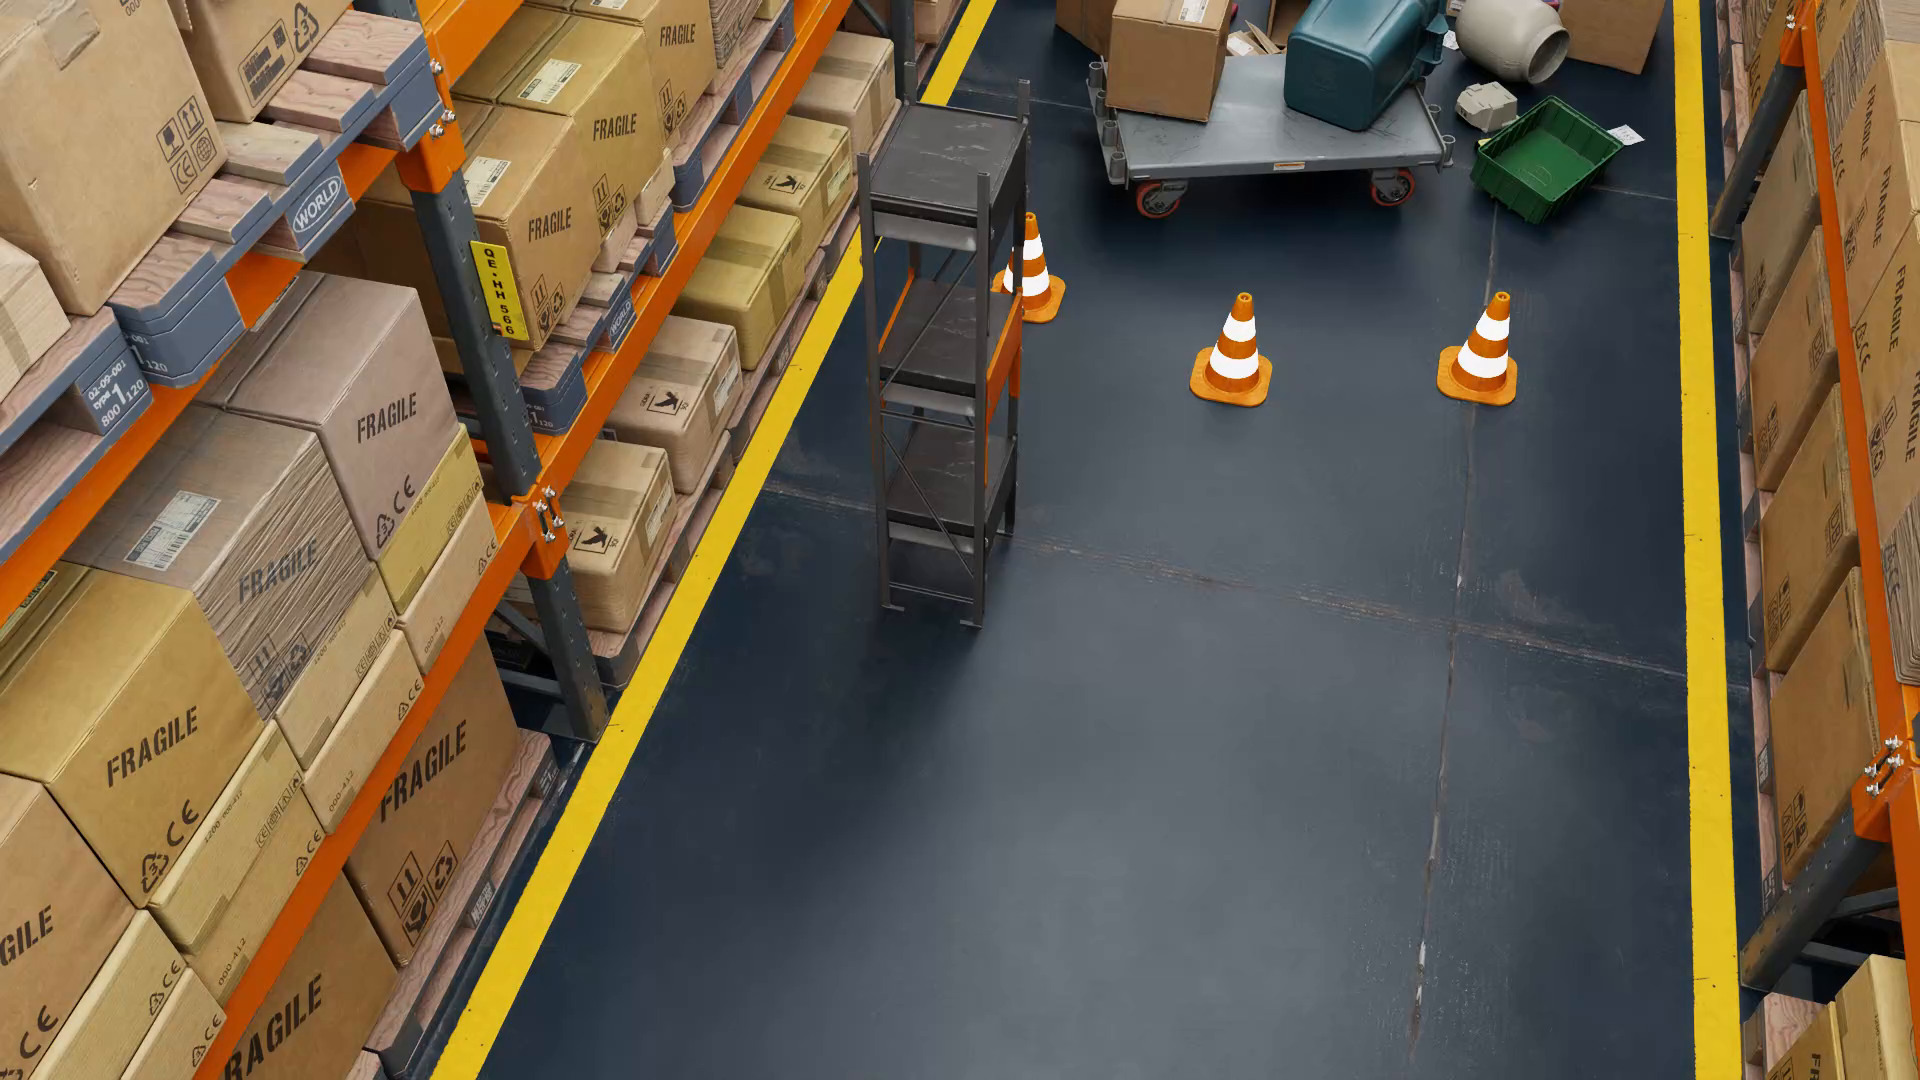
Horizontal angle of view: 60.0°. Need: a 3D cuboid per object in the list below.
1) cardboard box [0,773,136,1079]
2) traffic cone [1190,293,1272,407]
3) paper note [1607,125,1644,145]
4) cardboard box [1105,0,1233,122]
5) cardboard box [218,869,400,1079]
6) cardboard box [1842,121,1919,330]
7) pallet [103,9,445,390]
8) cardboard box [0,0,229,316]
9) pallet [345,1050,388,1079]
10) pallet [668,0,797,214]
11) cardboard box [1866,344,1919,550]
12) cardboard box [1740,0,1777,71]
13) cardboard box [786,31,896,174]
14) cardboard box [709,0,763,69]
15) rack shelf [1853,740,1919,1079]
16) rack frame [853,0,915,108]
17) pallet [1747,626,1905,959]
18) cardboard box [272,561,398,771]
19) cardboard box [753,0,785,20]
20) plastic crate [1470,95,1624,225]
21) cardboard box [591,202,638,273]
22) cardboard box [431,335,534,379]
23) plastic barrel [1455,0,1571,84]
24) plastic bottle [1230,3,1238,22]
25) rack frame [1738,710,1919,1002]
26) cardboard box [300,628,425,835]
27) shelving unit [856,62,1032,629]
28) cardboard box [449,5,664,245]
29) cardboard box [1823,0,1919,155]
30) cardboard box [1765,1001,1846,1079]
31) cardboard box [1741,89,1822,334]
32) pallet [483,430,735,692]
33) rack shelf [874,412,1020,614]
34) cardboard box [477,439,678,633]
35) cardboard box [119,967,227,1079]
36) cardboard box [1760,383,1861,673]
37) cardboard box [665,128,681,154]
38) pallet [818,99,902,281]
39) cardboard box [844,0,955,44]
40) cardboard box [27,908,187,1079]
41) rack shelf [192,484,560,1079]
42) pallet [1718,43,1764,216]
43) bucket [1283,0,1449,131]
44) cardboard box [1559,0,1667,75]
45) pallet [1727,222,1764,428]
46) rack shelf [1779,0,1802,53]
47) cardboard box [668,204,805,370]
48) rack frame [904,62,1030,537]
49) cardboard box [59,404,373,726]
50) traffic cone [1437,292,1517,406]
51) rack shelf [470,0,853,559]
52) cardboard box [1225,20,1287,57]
[{"bbox_3d":[-2.064,0.765,3.260,0.500,0.500,0.500,11,49,9],"label":"cardboard box"},{"bbox_3d":[1.189,-0.866,7.124,0.336,0.463,0.334,12,50,10],"label":"traffic cone"},{"bbox_3d":[3.382,-2.065,8.470,0.147,0.020,0.142,-19,51,-16],"label":"paper note"},{"bbox_3d":[1.002,-2.380,7.930,0.500,0.500,0.500,12,50,10],"label":"cardboard box"},{"bbox_3d":[-2.277,1.299,4.659,0.875,0.875,0.875,12,50,10],"label":"cardboard box"},{"bbox_3d":[3.280,-0.994,5.479,0.500,0.500,0.500,12,50,11],"label":"cardboard box"},{"bbox_3d":[-1.895,-0.846,3.540,1.213,0.211,1.003,14,50,12],"label":"pallet"},{"bbox_3d":[-1.854,-0.803,3.030,0.700,0.500,0.500,9,49,8],"label":"cardboard box"},{"bbox_3d":[-2.380,1.965,4.793,1.003,0.211,1.213,12,50,10],"label":"pallet"},{"bbox_3d":[-1.295,-1.769,6.357,1.003,0.211,1.213,12,50,10],"label":"pallet"},{"bbox_3d":[3.018,-0.261,4.832,0.500,0.500,0.500,12,50,10],"label":"cardboard box"},{"bbox_3d":[4.545,-2.912,8.375,0.875,0.875,0.875,12,50,10],"label":"cardboard box"},{"bbox_3d":[-0.859,-2.175,8.061,0.950,0.372,0.625,12,50,11],"label":"cardboard box"},{"bbox_3d":[-1.032,-2.067,5.947,0.500,0.500,0.500,10,49,9],"label":"cardboard box"},{"bbox_3d":[2.499,2.196,3.210,1.077,0.370,4.000,12,50,10],"label":"rack shelf"},{"bbox_3d":[-0.723,-3.286,7.568,1.000,3.000,0.127,12,50,10],"label":"rack frame"},{"bbox_3d":[3.306,0.879,5.753,1.003,0.211,1.213,12,50,10],"label":"pallet"},{"bbox_3d":[-1.790,0.264,4.202,0.500,0.250,0.500,10,49,9],"label":"cardboard box"},{"bbox_3d":[-0.875,-2.180,6.479,0.380,0.149,0.250,12,50,10],"label":"cardboard box"},{"bbox_3d":[2.861,-1.855,8.142,0.662,0.188,0.450,-37,68,-28],"label":"plastic crate"},{"bbox_3d":[-1.288,-1.033,5.468,0.380,0.149,0.250,9,49,8],"label":"cardboard box"},{"bbox_3d":[-1.511,-0.647,5.126,0.380,0.149,0.250,9,49,8],"label":"cardboard box"},{"bbox_3d":[2.897,-2.653,8.728,0.421,0.421,0.512,-27,54,-22],"label":"plastic barrel"},{"bbox_3d":[1.425,-2.877,9.167,0.133,0.061,0.283,19,51,16],"label":"plastic bottle"},{"bbox_3d":[3.026,0.511,4.217,1.000,3.000,0.127,12,50,10],"label":"rack frame"},{"bbox_3d":[-1.778,0.447,4.374,0.500,0.250,0.500,12,50,11],"label":"cardboard box"},{"bbox_3d":[-0.044,-0.575,5.776,0.431,2.100,0.503,12,50,10],"label":"shelving unit"},{"bbox_3d":[-1.304,-1.321,5.289,0.500,0.500,0.500,14,50,12],"label":"cardboard box"},{"bbox_3d":[3.548,-1.722,6.122,0.500,0.500,0.500,12,50,10],"label":"cardboard box"},{"bbox_3d":[2.594,1.661,4.589,0.500,0.500,0.500,10,49,8],"label":"cardboard box"},{"bbox_3d":[4.002,-1.310,7.045,1.050,0.750,0.750,11,50,10],"label":"cardboard box"},{"bbox_3d":[-1.569,-0.035,6.559,1.003,0.211,1.213,12,50,10],"label":"pallet"},{"bbox_3d":[-0.044,-0.103,6.311,0.431,0.518,0.480,12,50,10],"label":"rack shelf"},{"bbox_3d":[-1.618,-0.068,6.201,0.950,0.372,0.625,9,49,7],"label":"cardboard box"},{"bbox_3d":[-2.033,1.182,3.725,0.500,0.250,0.500,11,49,9],"label":"cardboard box"},{"bbox_3d":[3.500,0.061,5.835,1.050,0.750,0.750,12,50,11],"label":"cardboard box"},{"bbox_3d":[-1.208,-1.418,5.807,0.380,0.149,0.250,14,50,12],"label":"cardboard box"},{"bbox_3d":[-0.927,-1.799,8.116,1.003,0.211,1.213,12,50,10],"label":"pallet"},{"bbox_3d":[-0.308,-2.888,8.771,0.500,0.250,0.500,10,49,8],"label":"cardboard box"},{"bbox_3d":[-2.041,1.014,3.540,0.500,0.250,0.500,10,49,9],"label":"cardboard box"},{"bbox_3d":[-2.303,1.292,4.007,1.077,0.370,4.000,12,50,10],"label":"rack shelf"},{"bbox_3d":[4.354,-1.994,8.288,1.003,0.211,1.213,12,50,10],"label":"pallet"},{"bbox_3d":[1.890,-2.355,7.916,0.726,0.611,0.620,28,64,22],"label":"bucket"},{"bbox_3d":[3.497,-2.881,8.876,0.500,0.500,0.500,19,51,16],"label":"cardboard box"},{"bbox_3d":[3.948,-0.886,7.310,1.003,0.211,1.213,12,50,10],"label":"pallet"},{"bbox_3d":[4.605,-3.591,8.317,1.077,0.370,4.000,12,50,10],"label":"rack shelf"},{"bbox_3d":[-1.226,-1.151,7.157,0.950,0.372,0.625,13,50,11],"label":"cardboard box"},{"bbox_3d":[0.021,-0.752,5.932,0.400,2.100,0.015,12,50,10],"label":"rack frame"},{"bbox_3d":[-1.787,0.042,3.898,0.500,0.500,0.500,12,50,11],"label":"cardboard box"},{"bbox_3d":[2.269,-0.870,7.128,0.336,0.463,0.334,12,50,10],"label":"traffic cone"},{"bbox_3d":[-1.250,-1.601,6.561,1.077,0.370,4.000,12,50,10],"label":"rack shelf"},{"bbox_3d":[1.562,-2.547,8.739,0.258,0.266,0.396,-19,51,-16],"label":"cardboard box"}]
